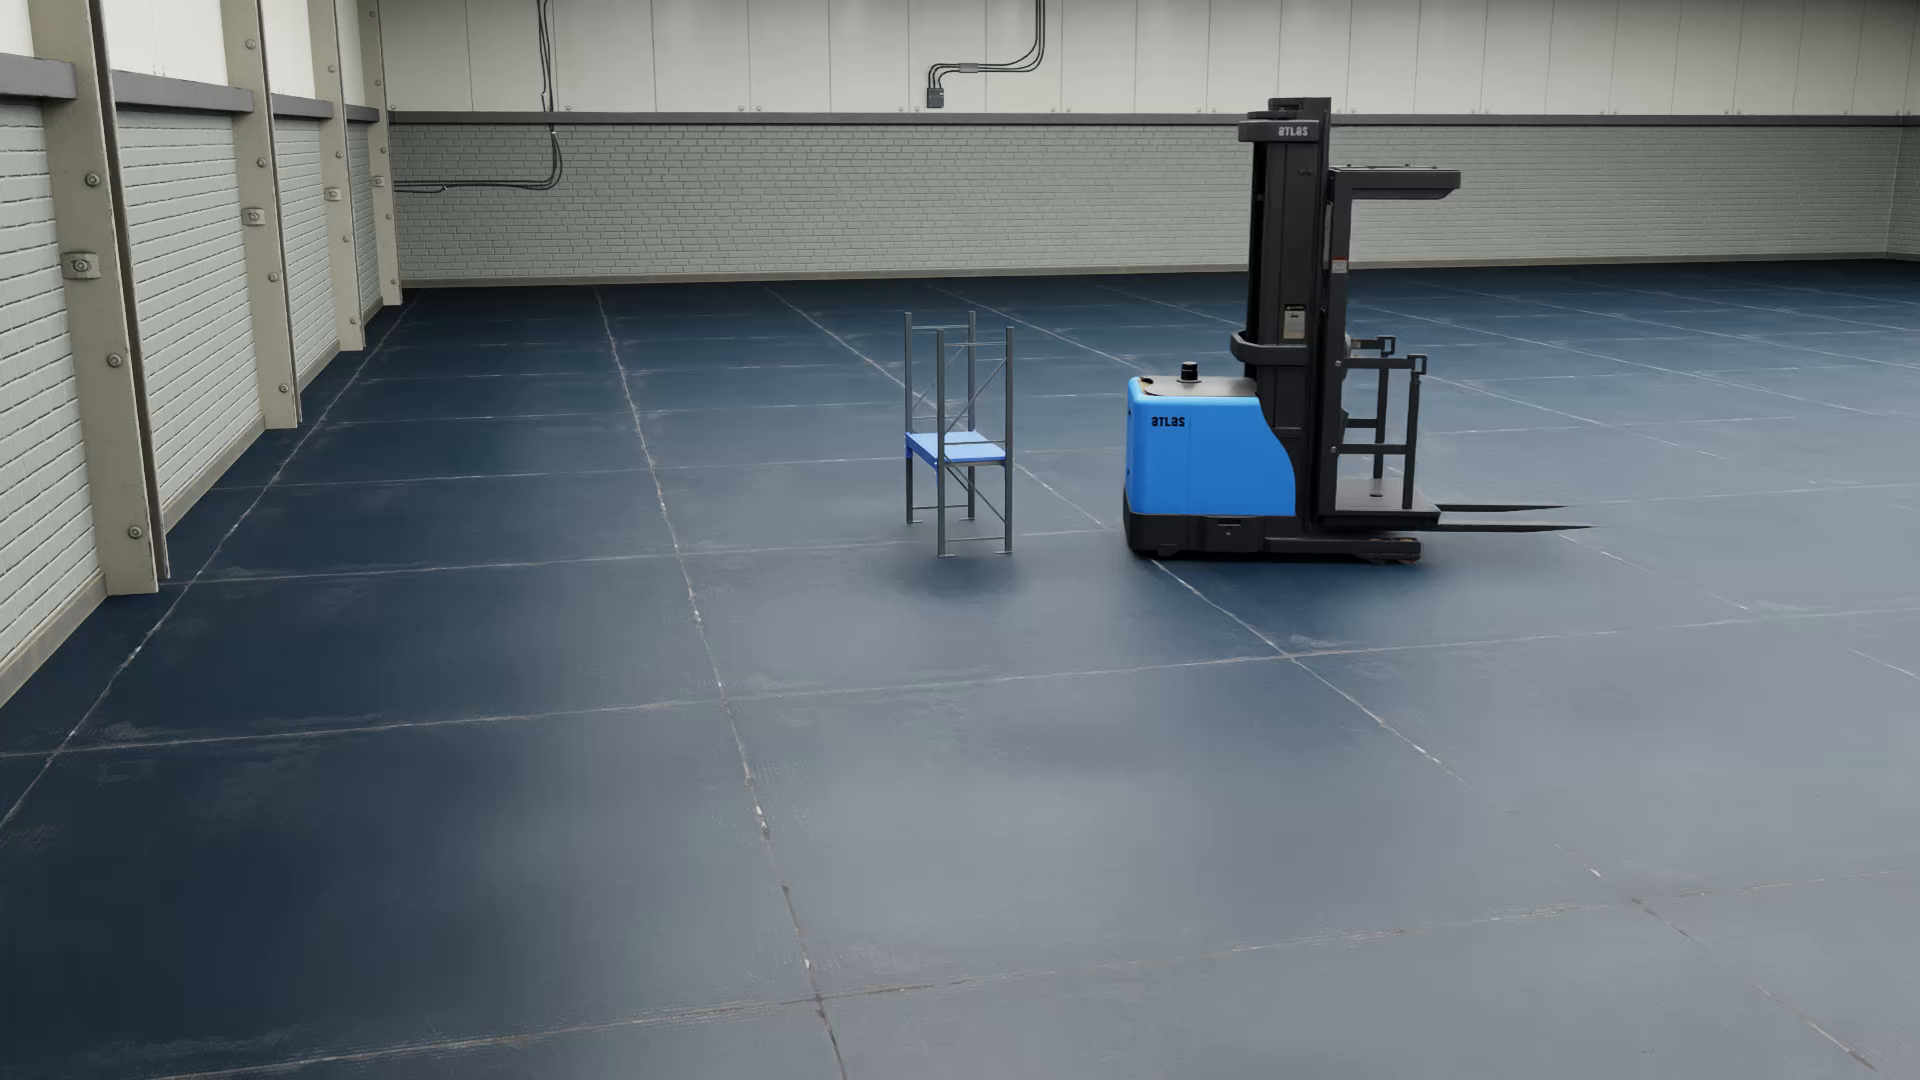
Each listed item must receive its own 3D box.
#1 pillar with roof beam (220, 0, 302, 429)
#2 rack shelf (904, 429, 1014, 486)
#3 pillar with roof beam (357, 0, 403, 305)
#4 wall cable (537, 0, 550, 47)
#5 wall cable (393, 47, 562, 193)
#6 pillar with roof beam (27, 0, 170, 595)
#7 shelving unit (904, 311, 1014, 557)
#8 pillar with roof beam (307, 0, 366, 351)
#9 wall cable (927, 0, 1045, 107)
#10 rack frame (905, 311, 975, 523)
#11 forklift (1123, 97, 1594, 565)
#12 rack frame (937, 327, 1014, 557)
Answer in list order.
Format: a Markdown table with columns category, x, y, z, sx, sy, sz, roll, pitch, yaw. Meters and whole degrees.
| category | x | y | z | sx | sy | sz | roll | pitch | yaw |
| --- | --- | --- | --- | --- | --- | --- | --- | --- | --- |
| pillar with roof beam | -2.310 | -5.713 | 15.848 | 9.100 | 9.000 | 0.400 | -3 | 14 | -13 |
| rack shelf | -0.020 | -0.574 | 11.372 | 0.538 | 0.185 | 1.000 | -3 | 14 | -13 |
| pillar with roof beam | -5.128 | -8.481 | 27.180 | 9.100 | 9.000 | 0.400 | -3 | 14 | -13 |
| wall cable | -6.090 | -10.090 | 29.667 | 3.097 | 2.526 | 0.112 | -3 | 14 | -13 |
| wall cable | -8.719 | -7.486 | 29.649 | 3.097 | 2.526 | 0.112 | -3 | 14 | -13 |
| pillar with roof beam | -0.901 | -4.328 | 10.183 | 9.100 | 9.000 | 0.400 | -3 | 14 | -13 |
| shelving unit | -0.020 | -0.748 | 11.330 | 0.538 | 1.500 | 1.048 | -3 | 14 | -13 |
| pillar with roof beam | -3.719 | -7.097 | 21.514 | 9.100 | 9.000 | 0.400 | -3 | 14 | -13 |
| wall cable | 0.512 | -11.172 | 31.028 | 2.305 | 6.003 | 0.169 | -3 | 14 | -13 |
| rack frame | -0.139 | -0.866 | 11.810 | 0.500 | 1.500 | 0.032 | -3 | 14 | -13 |
| forklift | 2.644 | -1.395 | 10.960 | 3.031 | 2.935 | 1.130 | 1 | 14 | 3 |
| rack frame | 0.099 | -0.631 | 10.850 | 0.500 | 1.500 | 0.032 | -3 | 14 | -13 |
